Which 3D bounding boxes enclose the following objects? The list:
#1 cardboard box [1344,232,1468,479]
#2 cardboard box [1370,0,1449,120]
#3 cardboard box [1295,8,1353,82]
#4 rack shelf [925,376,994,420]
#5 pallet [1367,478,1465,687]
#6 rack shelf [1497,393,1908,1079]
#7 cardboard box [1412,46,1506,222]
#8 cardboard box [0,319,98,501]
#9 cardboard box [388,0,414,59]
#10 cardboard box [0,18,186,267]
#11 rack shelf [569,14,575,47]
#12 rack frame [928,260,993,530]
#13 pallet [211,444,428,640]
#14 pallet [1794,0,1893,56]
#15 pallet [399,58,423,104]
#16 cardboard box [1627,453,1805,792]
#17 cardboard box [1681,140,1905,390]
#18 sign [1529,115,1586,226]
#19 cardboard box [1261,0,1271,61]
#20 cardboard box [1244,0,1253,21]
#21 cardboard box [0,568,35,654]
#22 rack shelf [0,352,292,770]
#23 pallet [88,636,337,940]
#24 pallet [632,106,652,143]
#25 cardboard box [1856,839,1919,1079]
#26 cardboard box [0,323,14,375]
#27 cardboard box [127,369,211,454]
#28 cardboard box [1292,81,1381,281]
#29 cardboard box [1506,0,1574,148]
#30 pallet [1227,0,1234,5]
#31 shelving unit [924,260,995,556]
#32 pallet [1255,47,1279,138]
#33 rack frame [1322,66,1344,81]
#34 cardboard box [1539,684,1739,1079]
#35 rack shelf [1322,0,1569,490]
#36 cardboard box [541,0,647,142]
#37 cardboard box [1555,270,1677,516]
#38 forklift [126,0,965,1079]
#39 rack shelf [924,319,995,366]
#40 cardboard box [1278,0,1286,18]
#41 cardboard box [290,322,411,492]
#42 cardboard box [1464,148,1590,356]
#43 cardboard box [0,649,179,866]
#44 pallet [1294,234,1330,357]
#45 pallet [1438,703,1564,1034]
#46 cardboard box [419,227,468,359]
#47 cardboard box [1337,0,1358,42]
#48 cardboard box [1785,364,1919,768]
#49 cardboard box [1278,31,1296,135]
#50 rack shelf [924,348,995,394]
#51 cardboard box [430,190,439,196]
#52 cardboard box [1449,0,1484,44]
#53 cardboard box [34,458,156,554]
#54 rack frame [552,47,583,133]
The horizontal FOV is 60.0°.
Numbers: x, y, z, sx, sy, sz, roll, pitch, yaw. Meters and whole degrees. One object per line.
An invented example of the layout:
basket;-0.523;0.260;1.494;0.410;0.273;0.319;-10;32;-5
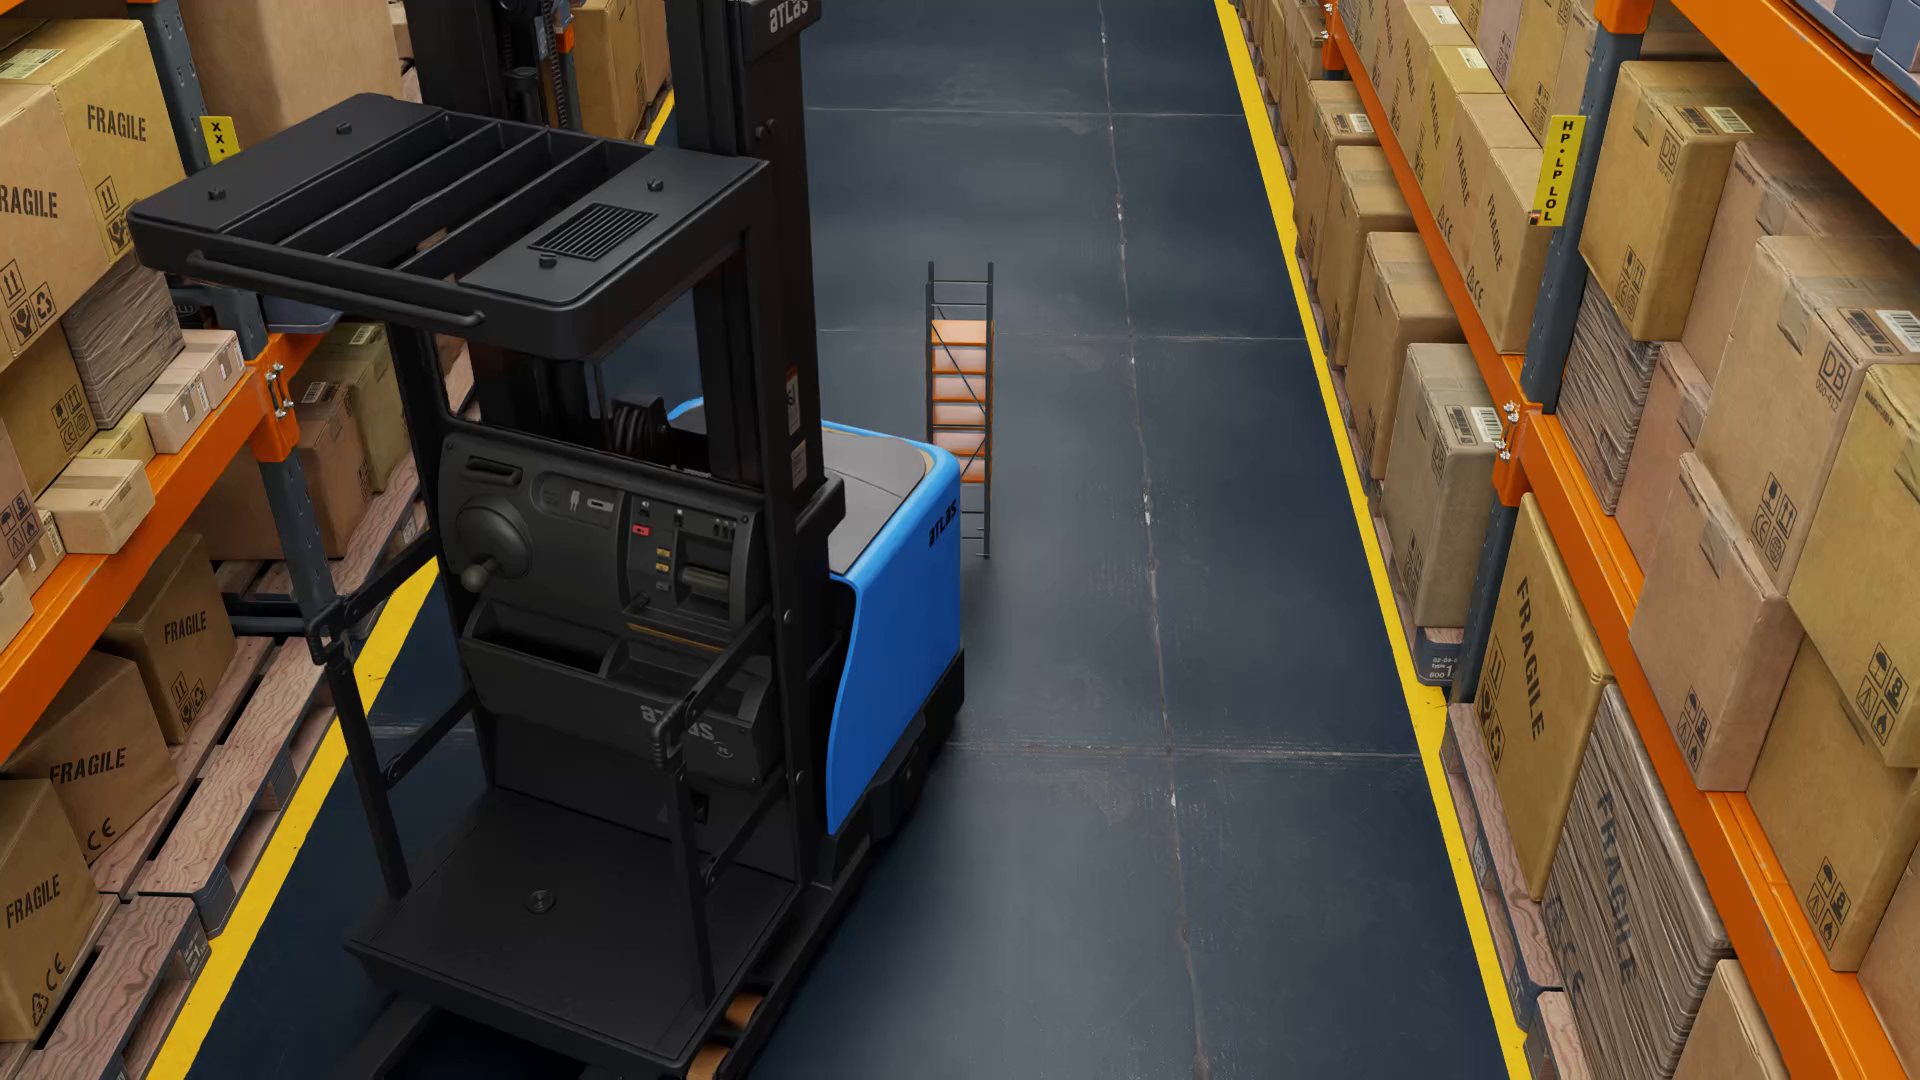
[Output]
cardboard box;2.203;-0.751;6.802;1.050;0.750;0.750;1;35;2
cardboard box;2.060;-2.092;7.032;0.500;0.500;0.500;1;35;2
cardboard box;2.151;-2.740;9.197;0.500;0.250;0.500;1;35;1
rack shelf;-0.001;-0.544;6.350;0.258;0.103;0.180;1;35;2
pallet;2.181;0.109;6.412;1.003;0.211;1.213;1;35;2
rack shelf;2.145;0.856;3.548;1.077;0.370;4.000;1;35;2
cardboard box;2.020;-1.515;6.209;0.500;0.500;0.500;2;35;2
cardboard box;-2.862;-0.379;4.335;0.875;0.500;0.500;1;35;2
cardboard box;-2.363;-2.210;7.038;0.396;0.266;0.258;0;35;1
cardboard box;-2.470;-1.066;4.444;0.500;0.500;0.500;1;35;2
rack shelf;-2.486;-3.913;10.334;1.077;0.370;4.000;1;35;2
rack frame;0.003;-0.535;6.468;0.240;1.200;0.006;1;35;2
pallet;-2.697;-0.066;6.661;1.003;0.211;1.213;1;35;2
pallet;2.182;-1.308;3.471;1.003;0.211;1.213;1;35;2
pallet;-2.605;-1.841;6.928;1.003;0.211;1.213;1;35;2
cardboard box;2.084;0.188;3.744;0.875;0.550;0.550;1;35;2
cardboard box;2.270;-0.560;3.869;0.875;0.550;0.550;1;35;2
sign;1.683;-1.035;4.676;0.100;0.325;0.005;1;35;2
cardboard box;2.225;-3.309;10.658;0.500;0.500;0.500;2;35;3
cardboard box;2.252;-3.914;11.519;0.500;0.500;0.500;3;35;4
cardboard box;-2.541;0.190;4.089;0.380;0.149;0.250;1;35;2
rack shelf;-2.807;0.684;3.794;1.077;0.370;4.000;1;35;2
pallet;-2.718;0.768;5.474;1.003;0.211;1.213;1;35;2
pallet;-2.459;-2.368;9.936;1.003;0.211;1.213;1;35;2
cardboard box;2.182;0.800;2.872;0.875;0.550;0.550;1;35;2
cardboard box;-2.510;-0.492;3.626;0.500;0.500;0.500;1;35;2
cardboard box;-2.461;-0.383;4.905;0.380;0.149;0.250;1;35;2
cardboard box;2.272;-1.789;8.278;1.050;0.750;0.750;1;35;1
cardboard box;2.258;-1.618;5.487;0.700;0.500;0.500;1;35;1
pallet;2.538;-4.429;12.869;1.003;0.211;1.213;1;35;2
shelving unit;-0.001;-0.483;6.393;0.258;1.200;0.189;1;35;2
pallet;2.470;-2.892;10.682;1.003;0.211;1.213;1;35;2
rack frame;2.386;-2.885;8.247;1.000;3.000;0.127;1;35;2
cardboard box;2.098;0.988;4.218;0.875;0.875;0.875;2;35;2
rack shelf;2.306;-1.442;6.818;1.077;0.370;4.000;1;35;2
cardboard box;-2.518;-2.756;9.546;1.225;0.875;0.875;0;35;0
cardboard box;2.222;-0.436;4.631;0.875;0.550;0.550;1;35;2
forklift;-1.025;0.063;4.111;1.130;2.935;3.031;14;37;19
rack shelf;-0.001;-0.741;6.212;0.258;0.103;0.180;1;35;2
cardboard box;2.197;-3.322;10.025;0.500;0.250;0.500;2;35;3
cardboard box;-2.643;-0.543;6.705;0.700;0.500;0.500;1;35;2
cardboard box;1.979;-0.934;5.383;0.500;0.500;0.500;1;35;2
cardboard box;-2.798;0.649;5.026;0.500;0.500;0.500;12;37;17
pallet;2.279;-1.293;8.406;1.003;0.211;1.213;1;35;2
pallet;2.116;0.989;5.159;1.003;0.211;1.213;1;35;2
cardboard box;-2.598;-1.185;7.619;0.700;0.500;0.500;4;35;6
cardboard box;2.098;-2.674;7.860;0.500;0.500;0.500;2;35;2
cardboard box;2.098;0.051;2.999;0.875;0.550;0.500;1;35;2
cardboard box;2.176;-2.717;9.815;0.500;0.500;0.500;3;35;4
rack shelf;-0.001;-0.643;6.281;0.258;0.103;0.180;1;35;2
cardboard box;-2.574;-1.831;7.886;0.500;0.250;0.500;5;35;7
cardboard box;2.300;-2.198;6.313;0.700;0.500;0.500;1;35;1
cardboard box;-2.430;-0.095;4.495;0.380;0.149;0.250;1;35;2
rack frame;-2.566;-3.058;8.492;1.000;3.000;0.127;1;35;2
